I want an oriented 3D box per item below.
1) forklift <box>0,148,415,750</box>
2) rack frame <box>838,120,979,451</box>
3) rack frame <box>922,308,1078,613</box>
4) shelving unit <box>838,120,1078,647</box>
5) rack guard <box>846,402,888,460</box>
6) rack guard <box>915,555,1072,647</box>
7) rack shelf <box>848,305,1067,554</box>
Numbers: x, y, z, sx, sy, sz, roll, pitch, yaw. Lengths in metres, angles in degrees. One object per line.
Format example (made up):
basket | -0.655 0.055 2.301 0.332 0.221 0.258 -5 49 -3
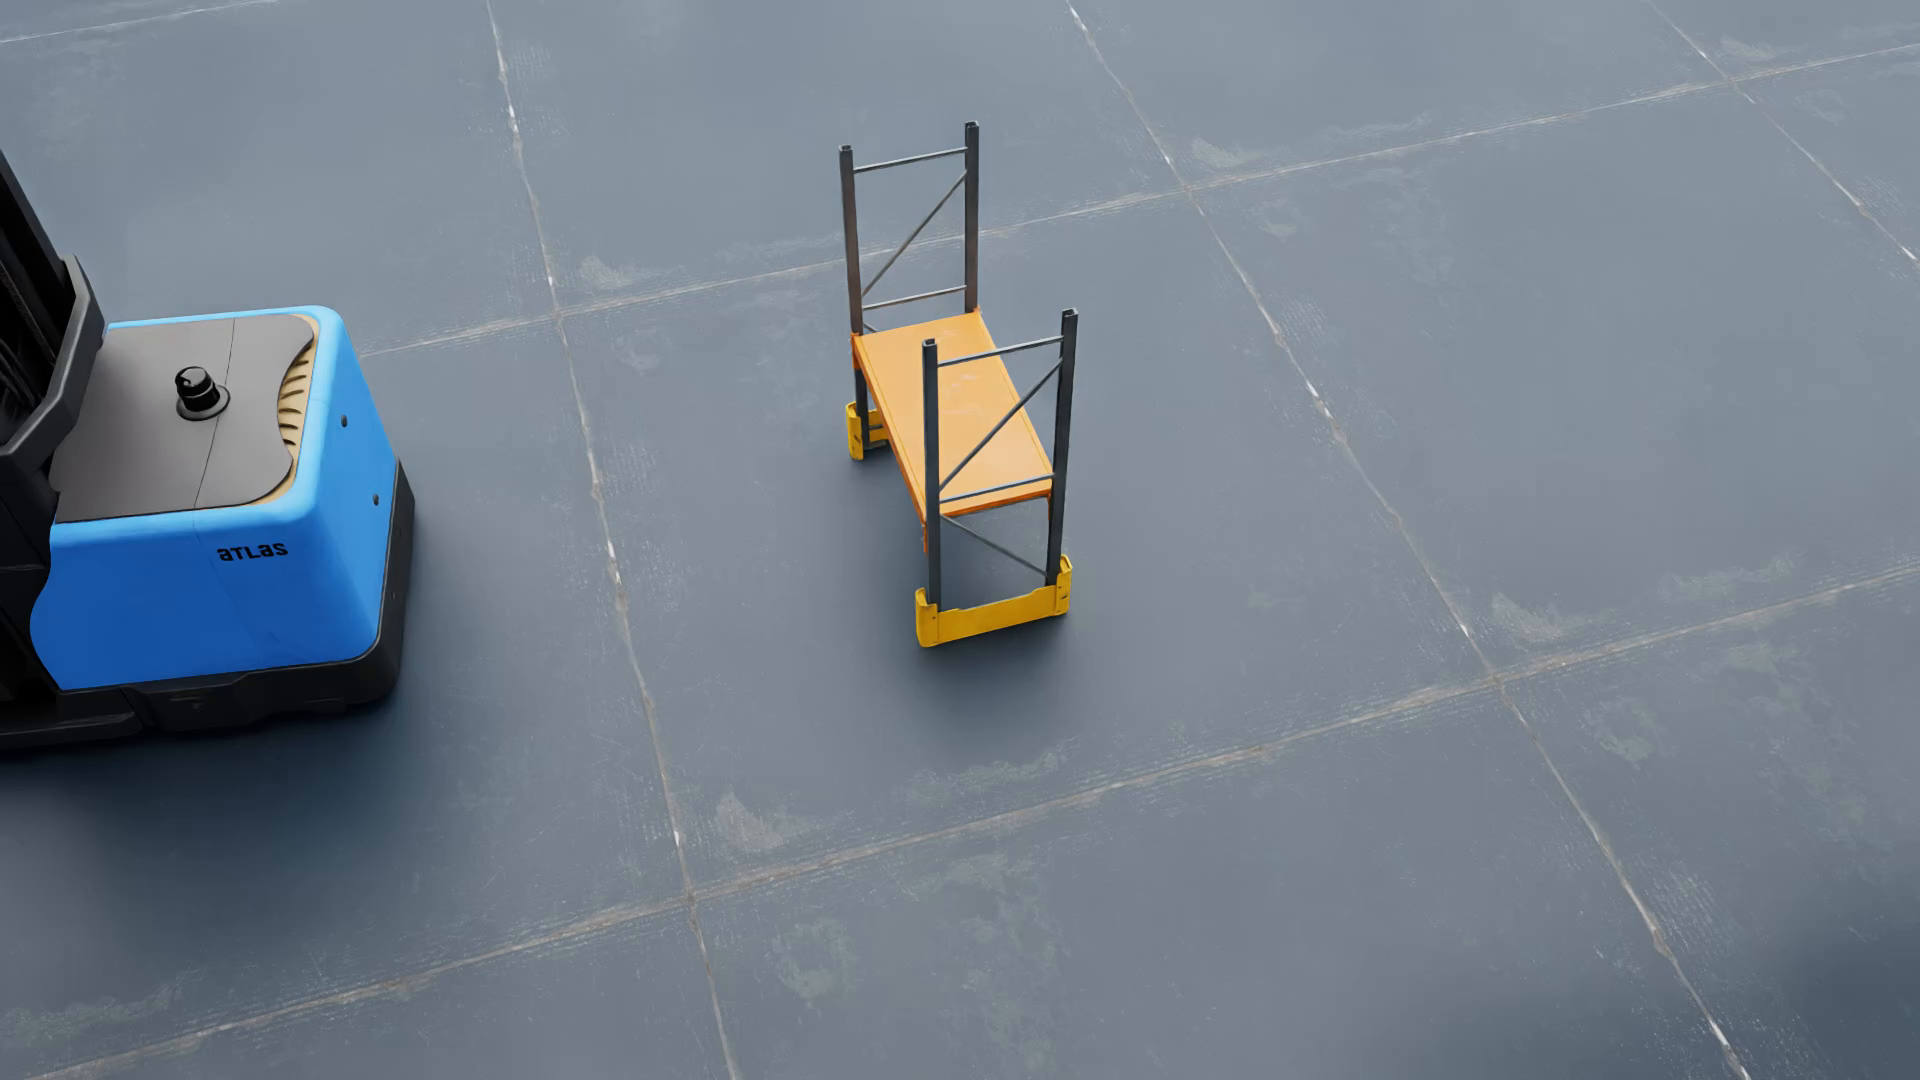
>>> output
forklift | -3.597 -0.569 5.102 3.031 2.935 1.130 -6 50 -5
rack frame | -0.176 -0.917 6.332 0.500 1.500 0.032 -13 51 -11
rack frame | 0.125 -0.174 5.706 0.500 1.500 0.032 -13 51 -11
shelving unit | -0.023 -0.539 6.013 0.587 1.500 1.083 -13 51 -11
rack guard | -0.170 -0.500 6.798 0.587 0.250 0.087 -13 51 -11
rack guard | 0.125 0.227 6.184 0.587 0.250 0.087 -13 51 -11
rack shelf | -0.025 -0.430 6.156 0.538 0.185 1.000 -13 51 -11
